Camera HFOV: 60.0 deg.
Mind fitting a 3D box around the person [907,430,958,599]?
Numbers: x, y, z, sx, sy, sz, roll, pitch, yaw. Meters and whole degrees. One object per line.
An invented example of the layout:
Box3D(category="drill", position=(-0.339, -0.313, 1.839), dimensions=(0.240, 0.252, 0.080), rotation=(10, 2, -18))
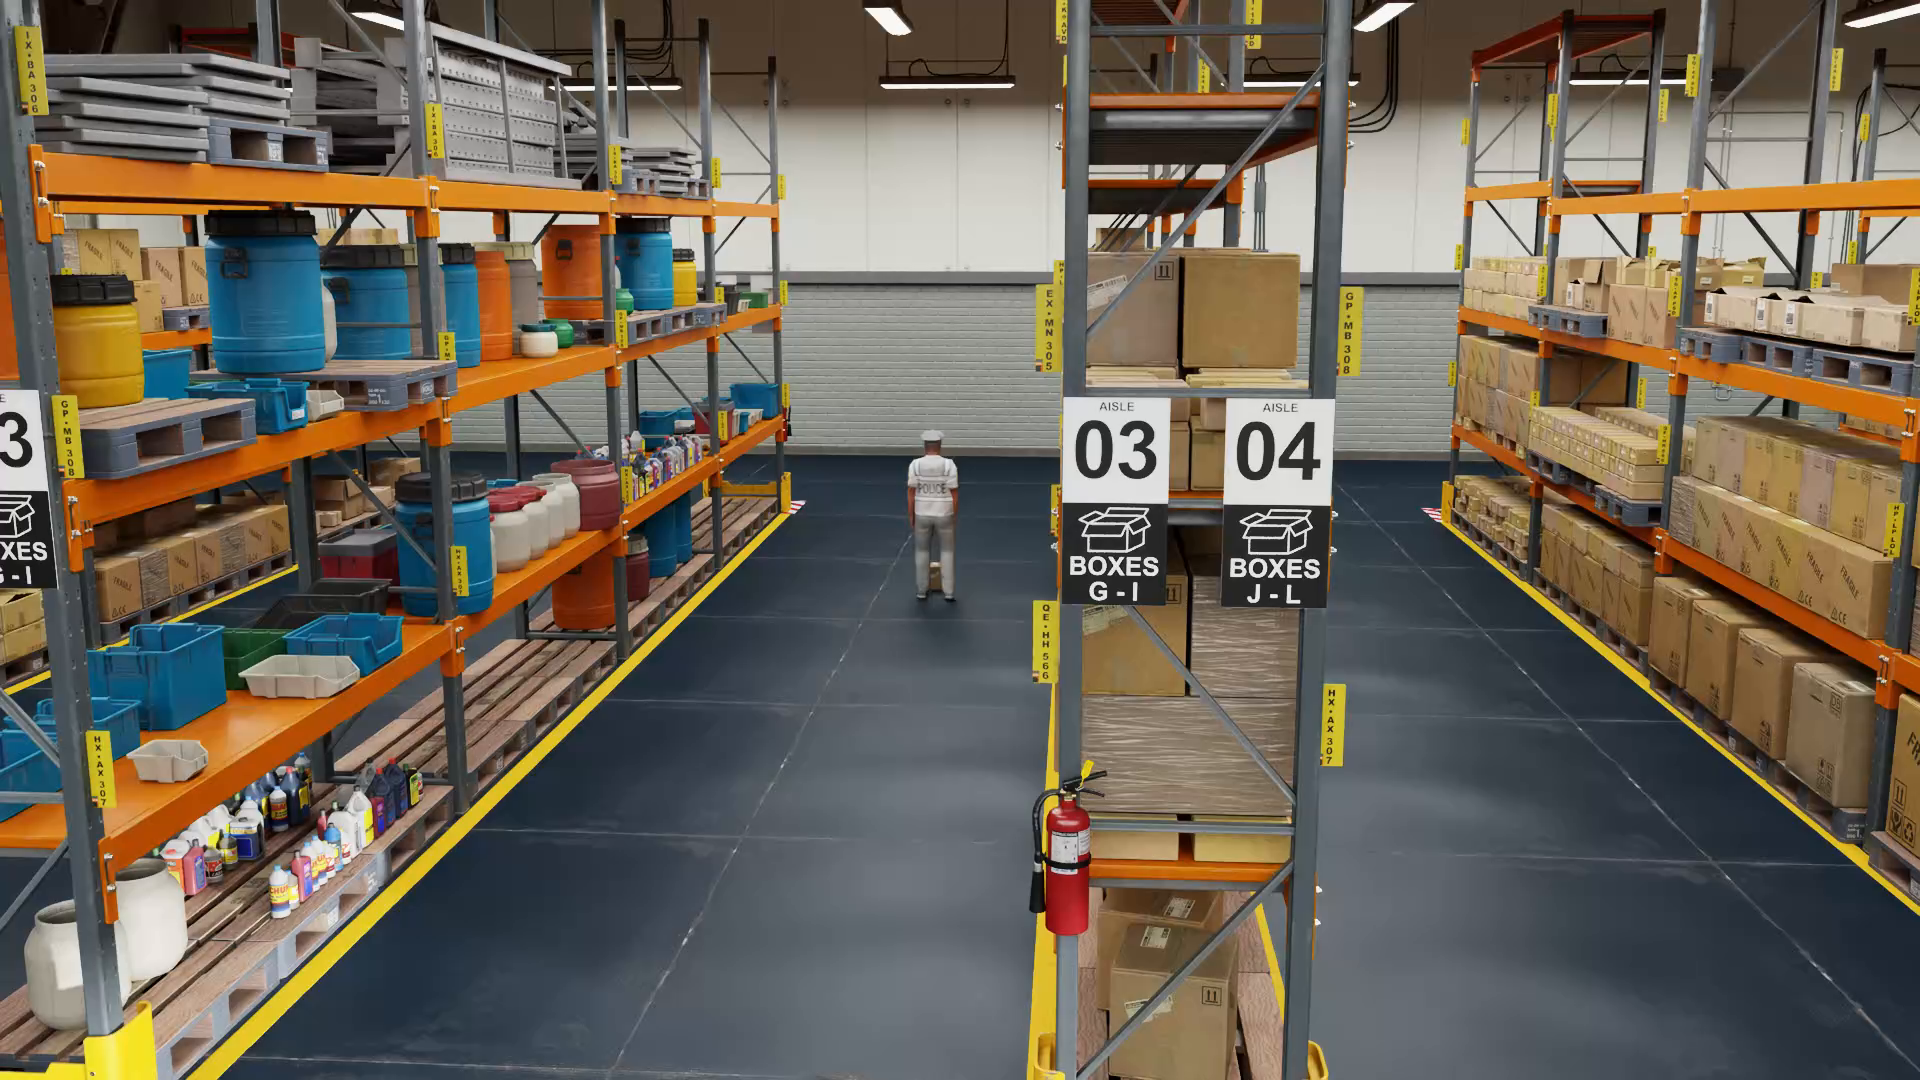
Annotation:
Box3D(category="person", position=(-0.277, -0.244, 17.280), dimensions=(0.528, 1.799, 0.391), rotation=(1, 11, 5))
